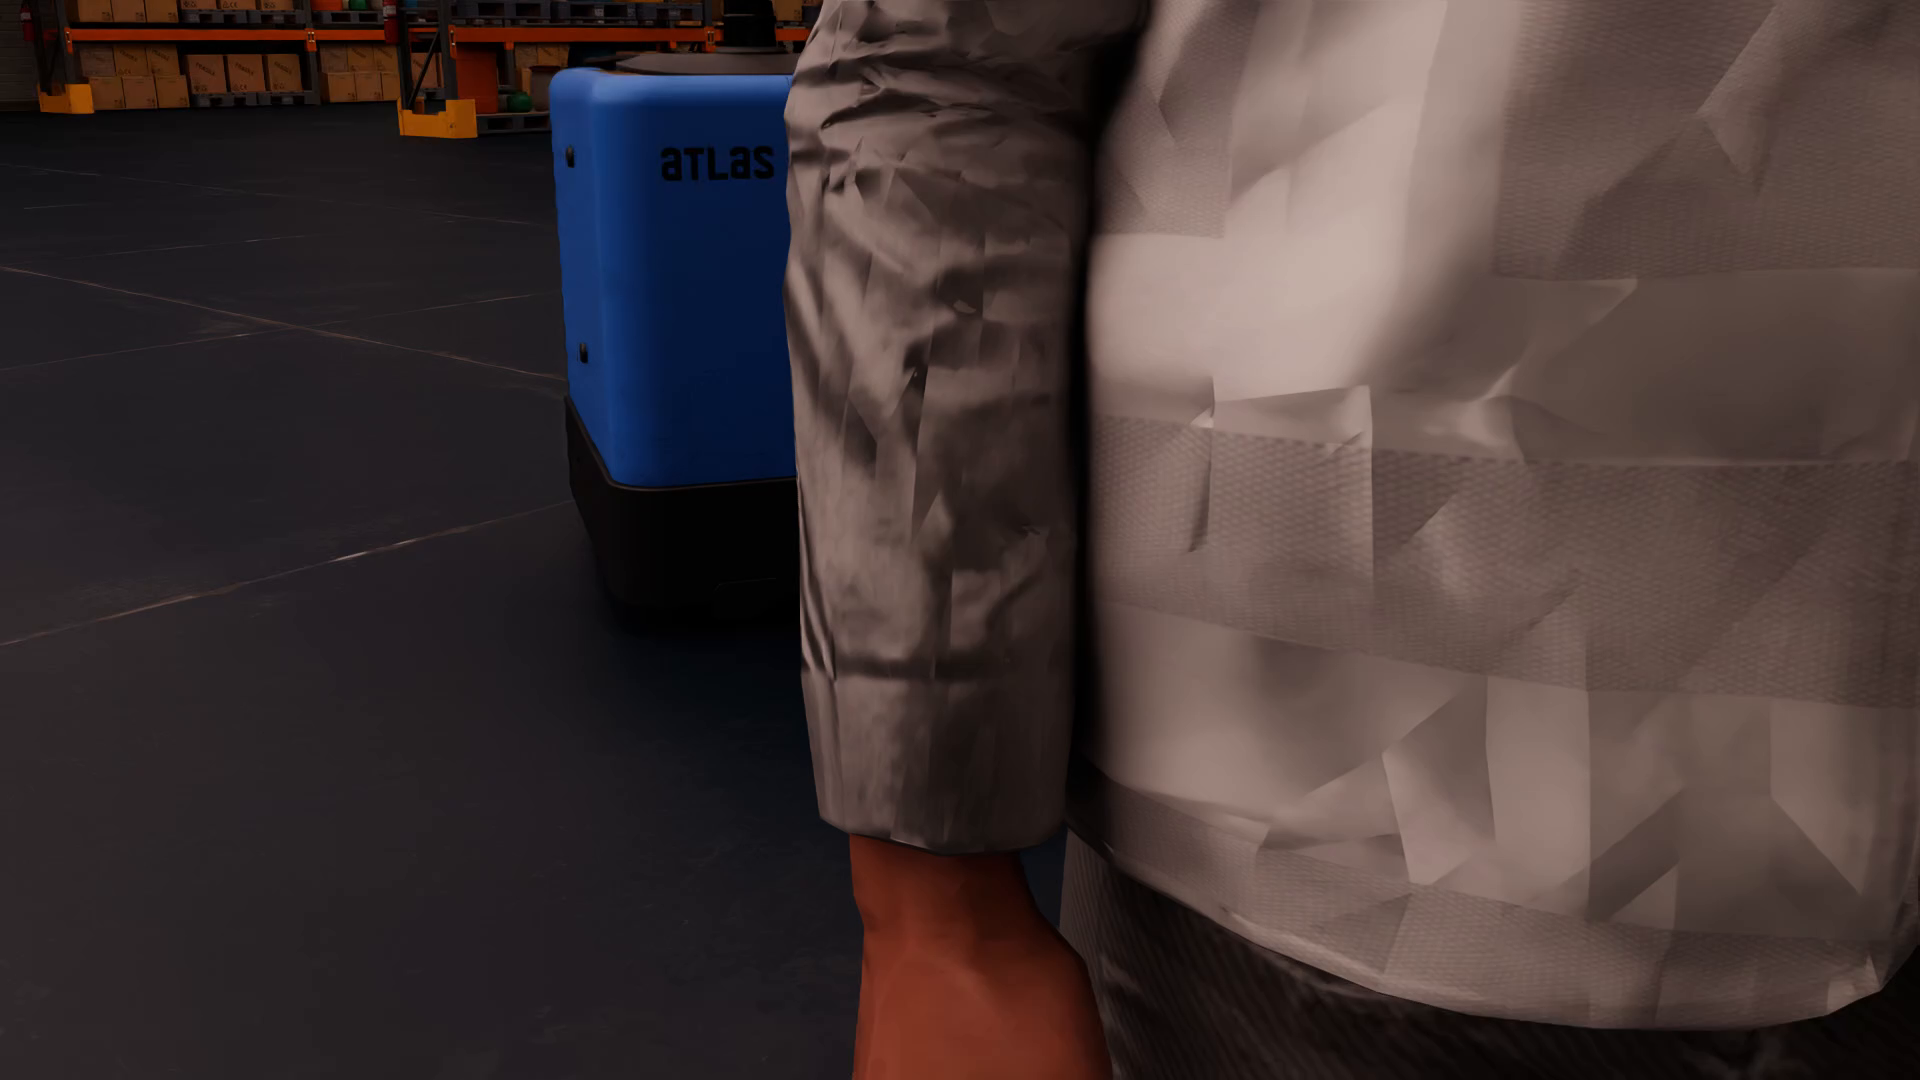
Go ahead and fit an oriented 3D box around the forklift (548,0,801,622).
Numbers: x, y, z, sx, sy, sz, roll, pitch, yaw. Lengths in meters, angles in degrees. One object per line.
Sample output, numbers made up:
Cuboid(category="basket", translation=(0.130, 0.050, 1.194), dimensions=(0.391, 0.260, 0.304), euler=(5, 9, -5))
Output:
Cuboid(category="forklift", translation=(0.615, -1.475, 3.753), dimensions=(3.031, 2.935, 1.130), euler=(-5, 18, -17))
